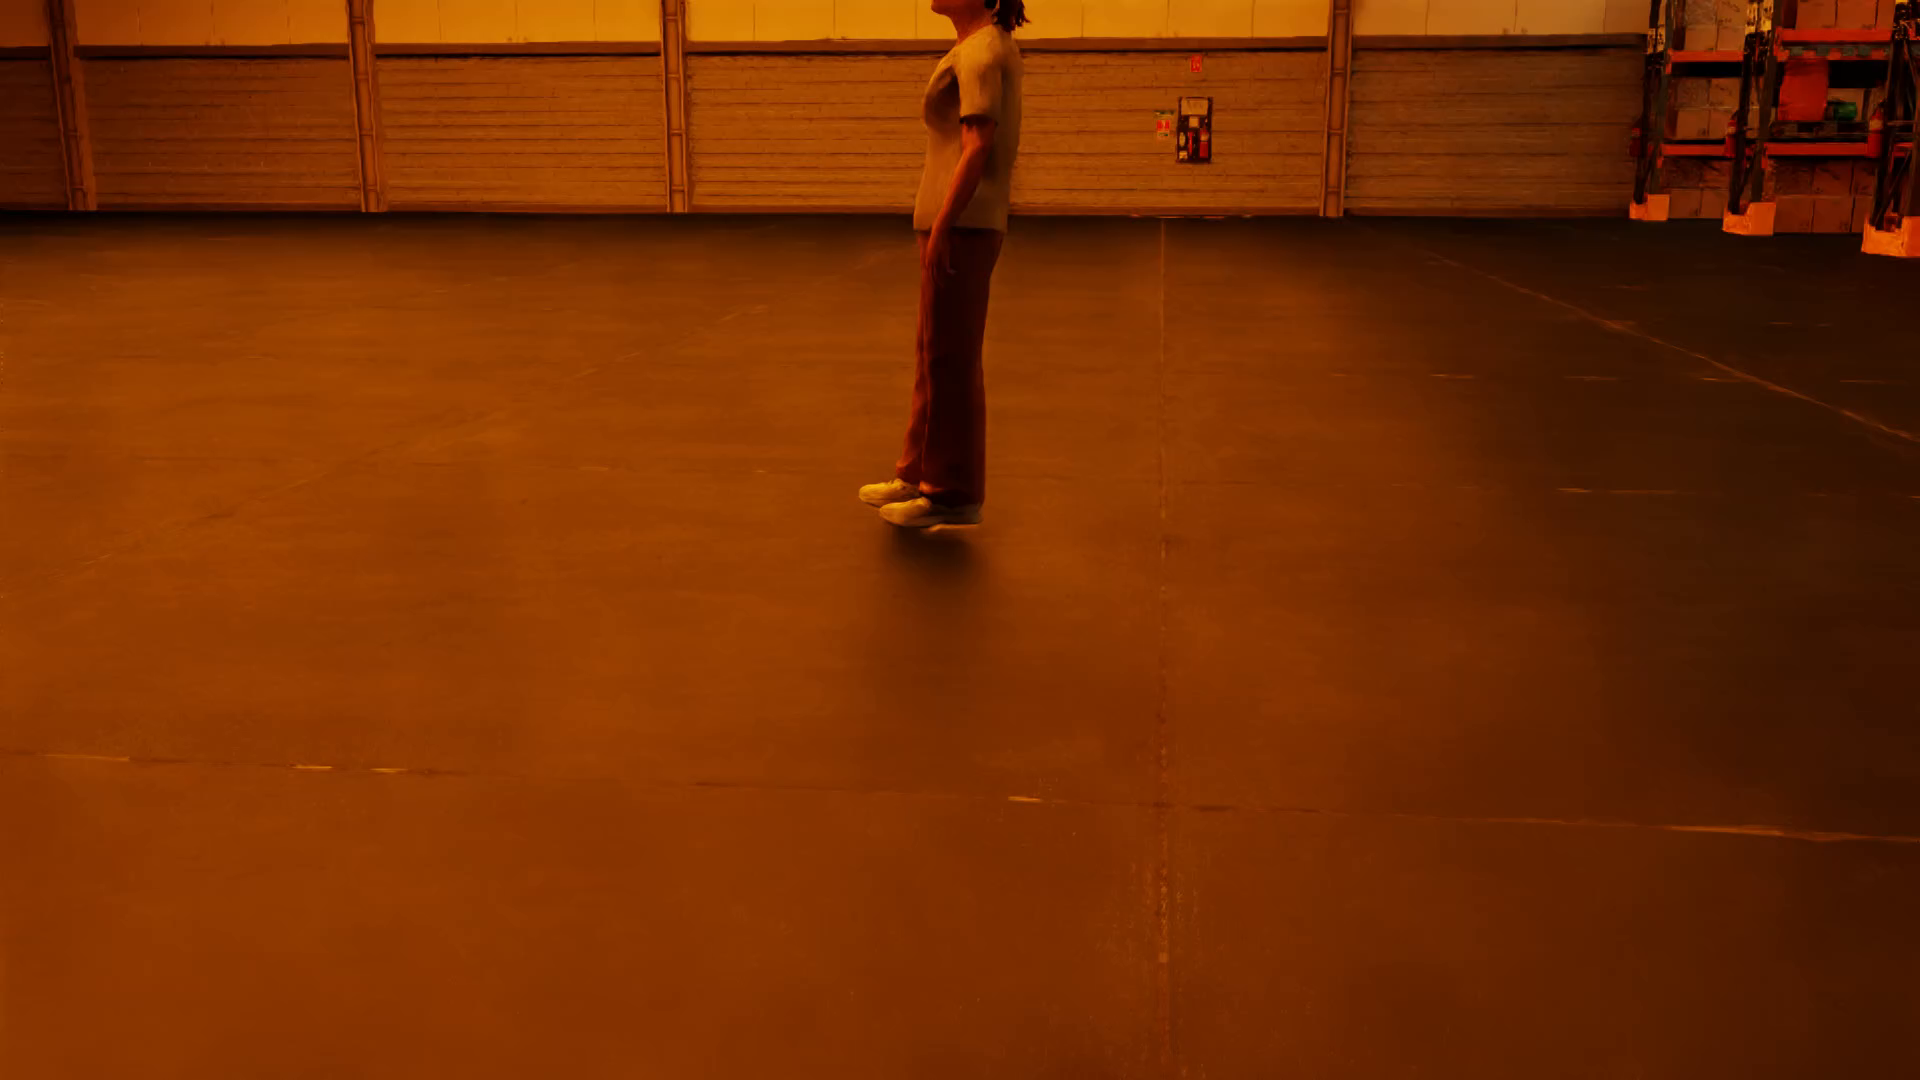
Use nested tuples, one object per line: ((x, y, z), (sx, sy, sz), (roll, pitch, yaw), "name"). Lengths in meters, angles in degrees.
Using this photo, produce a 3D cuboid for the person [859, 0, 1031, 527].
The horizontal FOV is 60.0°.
((-0.071, -0.860, 4.765), (0.549, 1.662, 0.554), (2, 13, 7), "person")
